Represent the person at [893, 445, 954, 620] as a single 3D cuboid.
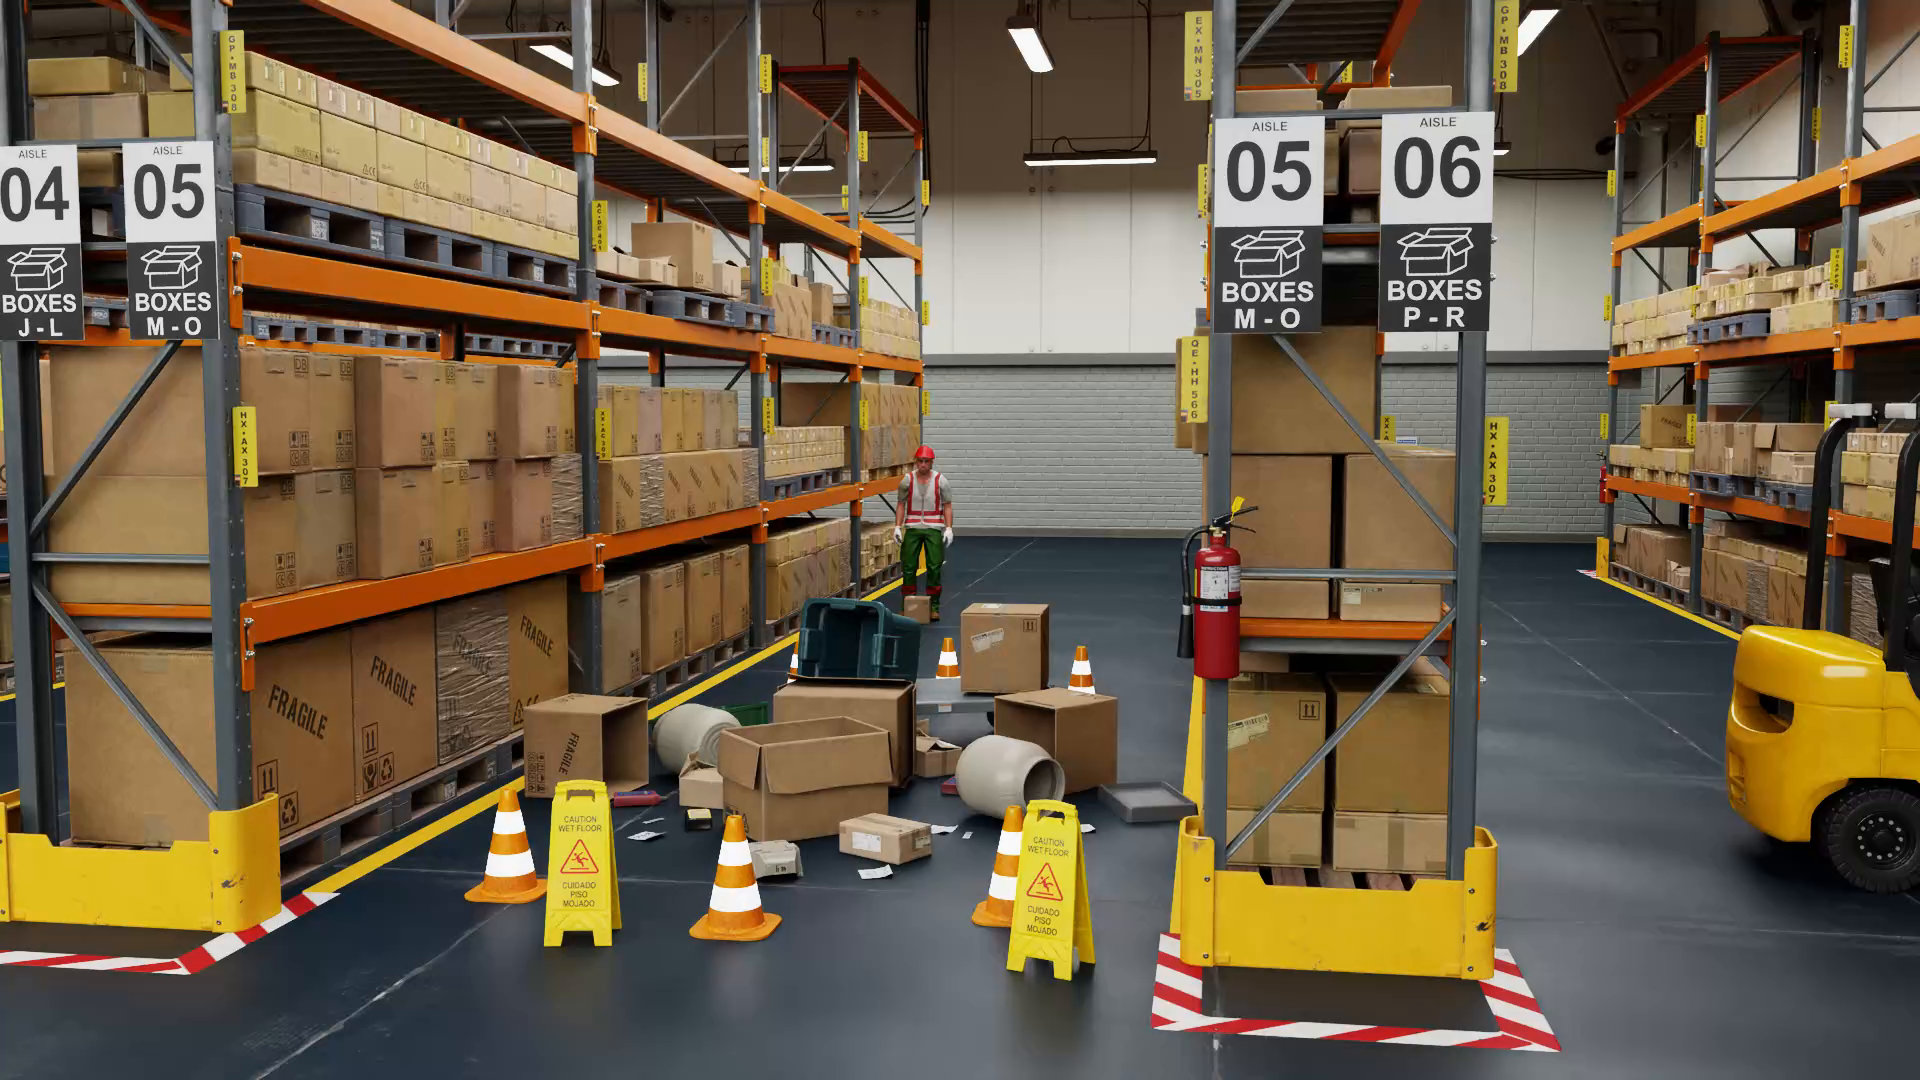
[{"bbox_3d":[-0.370,-0.075,16.944,0.622,1.781,0.445,1,4,7],"label":"person"}]
